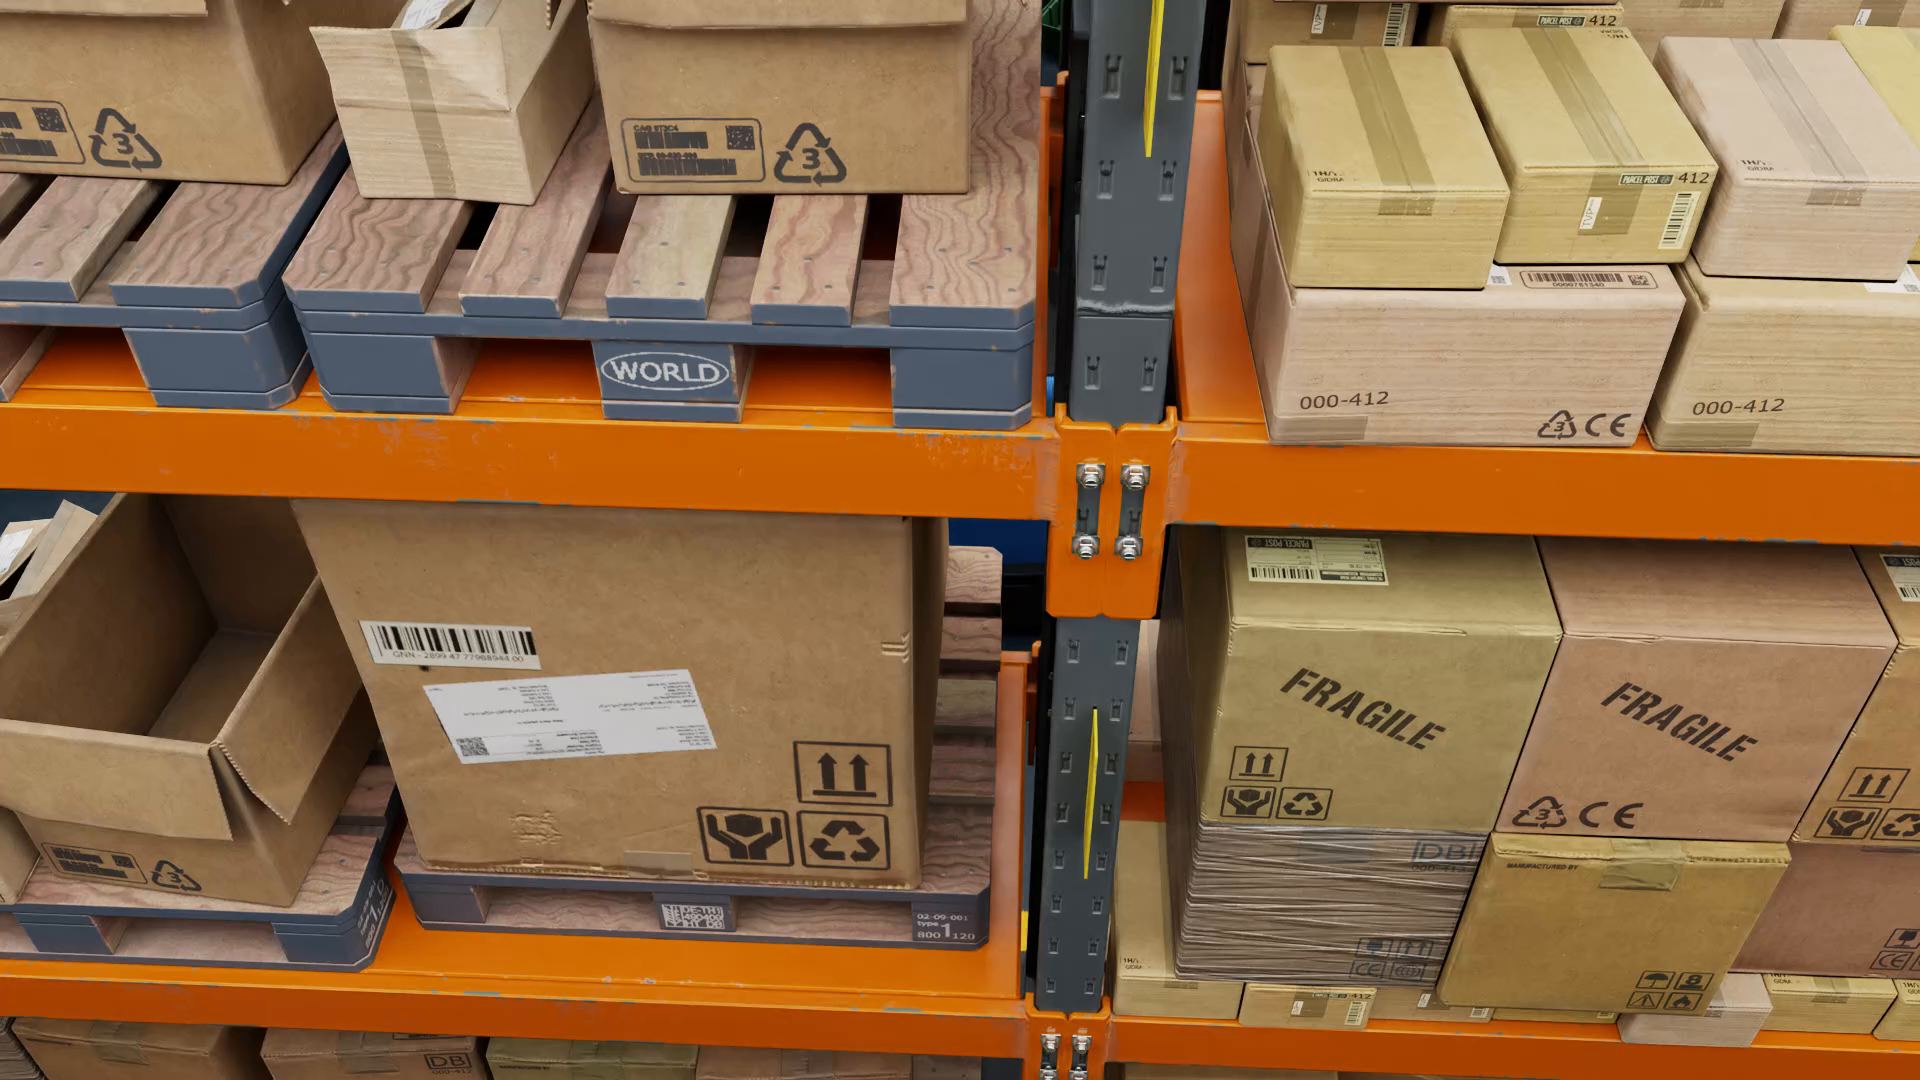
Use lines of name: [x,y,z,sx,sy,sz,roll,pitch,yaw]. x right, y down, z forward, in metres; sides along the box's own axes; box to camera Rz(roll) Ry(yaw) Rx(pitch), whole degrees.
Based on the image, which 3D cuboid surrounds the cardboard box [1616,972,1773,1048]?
cardboard box: [1.436,0.814,3.360,0.250,0.149,0.380,2,43,2]

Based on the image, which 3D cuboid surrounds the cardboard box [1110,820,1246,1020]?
cardboard box: [0.438,0.772,3.405,0.250,0.149,0.380,2,43,2]

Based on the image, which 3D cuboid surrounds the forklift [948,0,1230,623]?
forklift: [1.045,-1.132,5.314,3.031,2.935,1.130,-1,43,-1]

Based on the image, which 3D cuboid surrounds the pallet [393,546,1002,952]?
pallet: [-0.520,0.416,3.743,1.213,0.211,1.003,2,43,2]

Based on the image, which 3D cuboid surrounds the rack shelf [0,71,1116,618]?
rack shelf: [-1.761,-0.427,2.835,4.000,0.370,1.077,2,43,2]

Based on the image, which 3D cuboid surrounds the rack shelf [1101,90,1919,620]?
rack shelf: [2.235,-0.304,2.703,4.000,0.370,1.077,2,43,2]

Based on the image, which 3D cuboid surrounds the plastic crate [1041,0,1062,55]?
plastic crate: [0.794,-2.785,9.059,0.662,0.188,0.450,24,58,23]

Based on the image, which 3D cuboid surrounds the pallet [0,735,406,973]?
pallet: [-1.780,0.449,3.708,1.213,0.211,1.003,2,43,2]

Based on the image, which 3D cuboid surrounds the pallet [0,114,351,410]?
pallet: [-1.411,-0.681,2.718,1.003,0.211,1.213,2,43,2]

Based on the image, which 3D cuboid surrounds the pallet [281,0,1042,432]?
pallet: [-0.375,-0.652,2.686,1.003,0.211,1.213,2,43,2]

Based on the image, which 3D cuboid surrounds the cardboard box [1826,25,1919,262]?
cardboard box: [1.334,-0.537,2.243,0.250,0.149,0.380,3,43,3]

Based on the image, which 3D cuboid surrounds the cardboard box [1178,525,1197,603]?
cardboard box: [0.699,-0.216,3.256,0.500,0.500,0.500,2,43,2]

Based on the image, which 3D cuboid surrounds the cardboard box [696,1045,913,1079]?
cardboard box: [-0.376,1.189,4.284,0.500,0.500,0.700,-1,43,-1]

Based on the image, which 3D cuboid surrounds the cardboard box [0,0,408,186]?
cardboard box: [-1.170,-0.931,2.464,0.637,0.503,0.797,3,43,4]

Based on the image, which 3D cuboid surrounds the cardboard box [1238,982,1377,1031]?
cardboard box: [0.687,0.789,3.387,0.250,0.149,0.380,2,43,2]

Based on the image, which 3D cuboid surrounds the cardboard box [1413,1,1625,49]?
cardboard box: [0.837,-0.836,2.564,0.250,0.149,0.380,2,43,2]

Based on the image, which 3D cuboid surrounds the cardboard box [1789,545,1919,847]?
cardboard box: [1.674,0.174,2.837,0.500,0.500,0.500,2,43,2]

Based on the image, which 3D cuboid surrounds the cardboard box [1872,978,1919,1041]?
cardboard box: [1.937,0.809,3.365,0.250,0.149,0.380,2,43,2]

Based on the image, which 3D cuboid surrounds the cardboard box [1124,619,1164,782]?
cardboard box: [0.465,0.367,3.840,0.250,0.149,0.380,2,43,2]

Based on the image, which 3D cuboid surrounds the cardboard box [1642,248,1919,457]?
cardboard box: [1.204,-0.373,2.359,0.500,0.250,0.500,1,43,2]

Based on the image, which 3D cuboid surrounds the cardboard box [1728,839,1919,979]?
cardboard box: [1.685,0.365,3.366,0.500,0.500,0.875,2,43,2]

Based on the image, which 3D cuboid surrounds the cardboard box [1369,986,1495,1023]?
cardboard box: [0.938,0.777,3.399,0.250,0.149,0.380,2,43,2]

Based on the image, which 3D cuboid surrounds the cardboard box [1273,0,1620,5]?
cardboard box: [0.698,-1.117,2.390,0.500,0.500,0.500,1,43,1]

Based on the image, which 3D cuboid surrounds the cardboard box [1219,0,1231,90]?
cardboard box: [1.186,-2.215,7.678,0.875,0.875,0.875,2,43,3]

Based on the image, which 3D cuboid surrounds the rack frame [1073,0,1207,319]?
rack frame: [0.237,-1.726,1.501,0.127,3.000,1.000,2,43,2]

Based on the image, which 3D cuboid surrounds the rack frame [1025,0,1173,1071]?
rack frame: [0.237,0.469,3.546,0.127,3.000,1.000,2,43,2]

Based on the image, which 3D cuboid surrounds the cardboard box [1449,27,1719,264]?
cardboard box: [0.817,-0.538,2.244,0.250,0.149,0.380,0,43,0]

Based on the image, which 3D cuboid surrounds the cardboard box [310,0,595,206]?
cardboard box: [-0.707,-0.694,2.384,0.258,0.266,0.396,3,43,3]

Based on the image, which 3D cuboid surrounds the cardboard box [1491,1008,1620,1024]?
cardboard box: [1.188,0.779,3.398,0.250,0.149,0.380,2,43,2]

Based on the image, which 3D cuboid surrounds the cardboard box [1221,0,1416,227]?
cardboard box: [0.704,-0.738,2.751,0.500,0.250,0.500,3,43,3]

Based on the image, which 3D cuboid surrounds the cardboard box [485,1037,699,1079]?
cardboard box: [-0.851,1.161,4.314,0.500,0.500,0.700,2,43,2]

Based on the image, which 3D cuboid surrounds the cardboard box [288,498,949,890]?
cardboard box: [-0.551,-0.024,3.327,1.000,1.000,1.000,2,43,2]

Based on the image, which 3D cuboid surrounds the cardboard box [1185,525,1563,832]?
cardboard box: [0.675,0.144,2.869,0.500,0.500,0.500,2,43,2]

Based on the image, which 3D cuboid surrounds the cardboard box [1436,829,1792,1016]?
cardboard box: [1.181,0.418,3.309,0.500,0.500,0.875,2,43,2]

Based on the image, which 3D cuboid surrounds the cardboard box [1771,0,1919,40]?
cardboard box: [1.369,-0.897,2.629,0.250,0.149,0.380,1,43,1]

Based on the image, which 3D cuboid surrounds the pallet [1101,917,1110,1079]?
pallet: [0.909,1.485,4.501,1.213,0.211,1.003,2,43,2]

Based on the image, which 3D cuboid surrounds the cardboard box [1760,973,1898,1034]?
cardboard box: [1.688,0.794,3.382,0.250,0.149,0.380,2,43,2]

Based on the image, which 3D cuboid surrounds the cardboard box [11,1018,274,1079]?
cardboard box: [-1.968,1.127,4.350,0.500,0.500,0.700,5,43,5]

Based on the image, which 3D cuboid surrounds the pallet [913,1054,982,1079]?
pallet: [-0.541,1.466,4.521,1.213,0.211,1.003,2,43,2]

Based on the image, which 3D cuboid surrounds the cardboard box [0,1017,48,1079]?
cardboard box: [-2.534,1.115,4.364,0.500,0.500,0.700,-2,43,-2]

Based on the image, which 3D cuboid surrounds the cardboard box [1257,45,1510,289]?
cardboard box: [0.547,-0.500,2.203,0.250,0.149,0.380,1,43,1]

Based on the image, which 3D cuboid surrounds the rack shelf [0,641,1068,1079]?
rack shelf: [-1.761,0.670,3.857,4.000,0.370,1.077,2,43,2]

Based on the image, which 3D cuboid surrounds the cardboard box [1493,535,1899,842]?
cardboard box: [1.174,0.159,2.854,0.500,0.500,0.500,2,43,2]

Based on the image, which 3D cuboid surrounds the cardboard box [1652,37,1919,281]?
cardboard box: [1.088,-0.515,2.220,0.250,0.149,0.380,2,43,2]

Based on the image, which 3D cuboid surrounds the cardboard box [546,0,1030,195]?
cardboard box: [-0.228,-0.902,2.433,0.637,0.503,0.797,0,43,0]

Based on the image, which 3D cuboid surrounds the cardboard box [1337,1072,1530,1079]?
cardboard box: [1.207,1.282,4.199,0.500,0.500,0.500,15,45,15]

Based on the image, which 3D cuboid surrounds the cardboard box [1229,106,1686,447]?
cardboard box: [0.675,-0.386,2.373,0.500,0.250,0.500,0,43,0]

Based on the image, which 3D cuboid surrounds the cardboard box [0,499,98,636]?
cardboard box: [-2.081,0.109,3.723,0.258,0.266,0.396,1,43,1]

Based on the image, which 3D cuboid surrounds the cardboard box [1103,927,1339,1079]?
cardboard box: [0.634,1.269,4.213,0.500,0.500,0.500,1,43,1]

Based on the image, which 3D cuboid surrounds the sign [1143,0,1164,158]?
sign: [0.215,-0.584,1.808,0.005,0.325,0.100,2,43,2]

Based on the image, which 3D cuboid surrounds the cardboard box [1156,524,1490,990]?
cardboard box: [0.683,0.379,3.351,0.500,0.500,0.875,2,43,2]

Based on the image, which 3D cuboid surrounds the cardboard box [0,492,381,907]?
cardboard box: [-1.499,0.287,3.358,0.637,0.503,0.797,6,43,6]

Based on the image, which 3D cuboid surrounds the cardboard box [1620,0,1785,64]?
cardboard box: [1.092,-0.888,2.619,0.250,0.149,0.380,0,43,0]

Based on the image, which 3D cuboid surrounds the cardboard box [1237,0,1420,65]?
cardboard box: [0.574,-0.907,2.640,0.250,0.149,0.380,3,43,3]

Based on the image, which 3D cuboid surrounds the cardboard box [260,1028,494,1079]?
cardboard box: [-1.410,1.144,4.332,0.500,0.500,0.700,-2,43,-2]

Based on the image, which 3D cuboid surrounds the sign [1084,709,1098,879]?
sign: [0.215,0.423,2.746,0.005,0.325,0.100,2,43,2]

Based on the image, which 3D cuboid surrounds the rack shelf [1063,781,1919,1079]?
rack shelf: [2.235,0.793,3.726,4.000,0.370,1.077,2,43,2]

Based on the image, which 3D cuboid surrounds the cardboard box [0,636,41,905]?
cardboard box: [-2.095,0.455,3.363,0.500,0.250,0.500,1,43,1]
